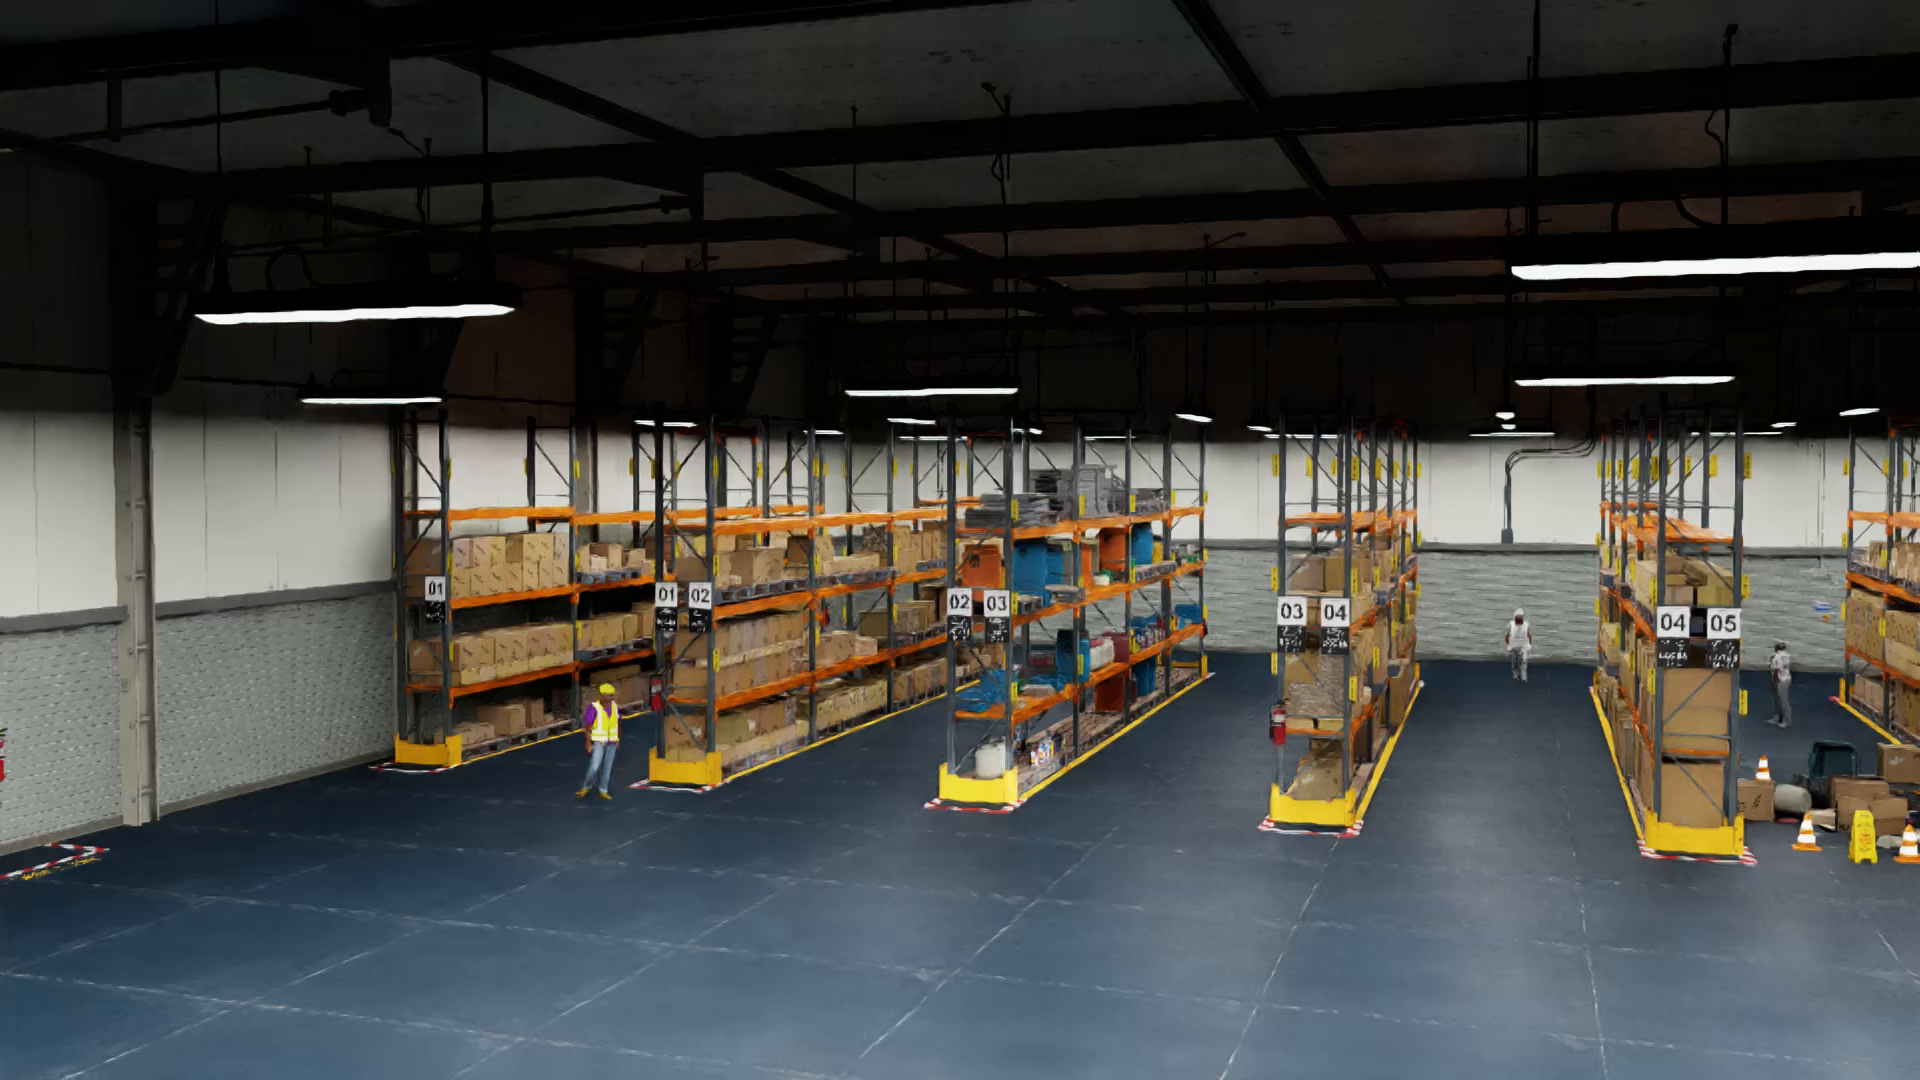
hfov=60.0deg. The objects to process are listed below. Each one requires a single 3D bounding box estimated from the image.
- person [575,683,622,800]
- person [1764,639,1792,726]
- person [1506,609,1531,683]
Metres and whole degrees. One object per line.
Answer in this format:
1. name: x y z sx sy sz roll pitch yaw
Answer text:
1. person: -5.434 3.033 25.065 0.716 1.761 0.463 -2 3 -38
2. person: 15.978 2.765 32.437 0.557 1.662 0.587 2 3 41
3. person: 13.113 2.462 39.045 0.566 1.706 1.122 1 3 21
